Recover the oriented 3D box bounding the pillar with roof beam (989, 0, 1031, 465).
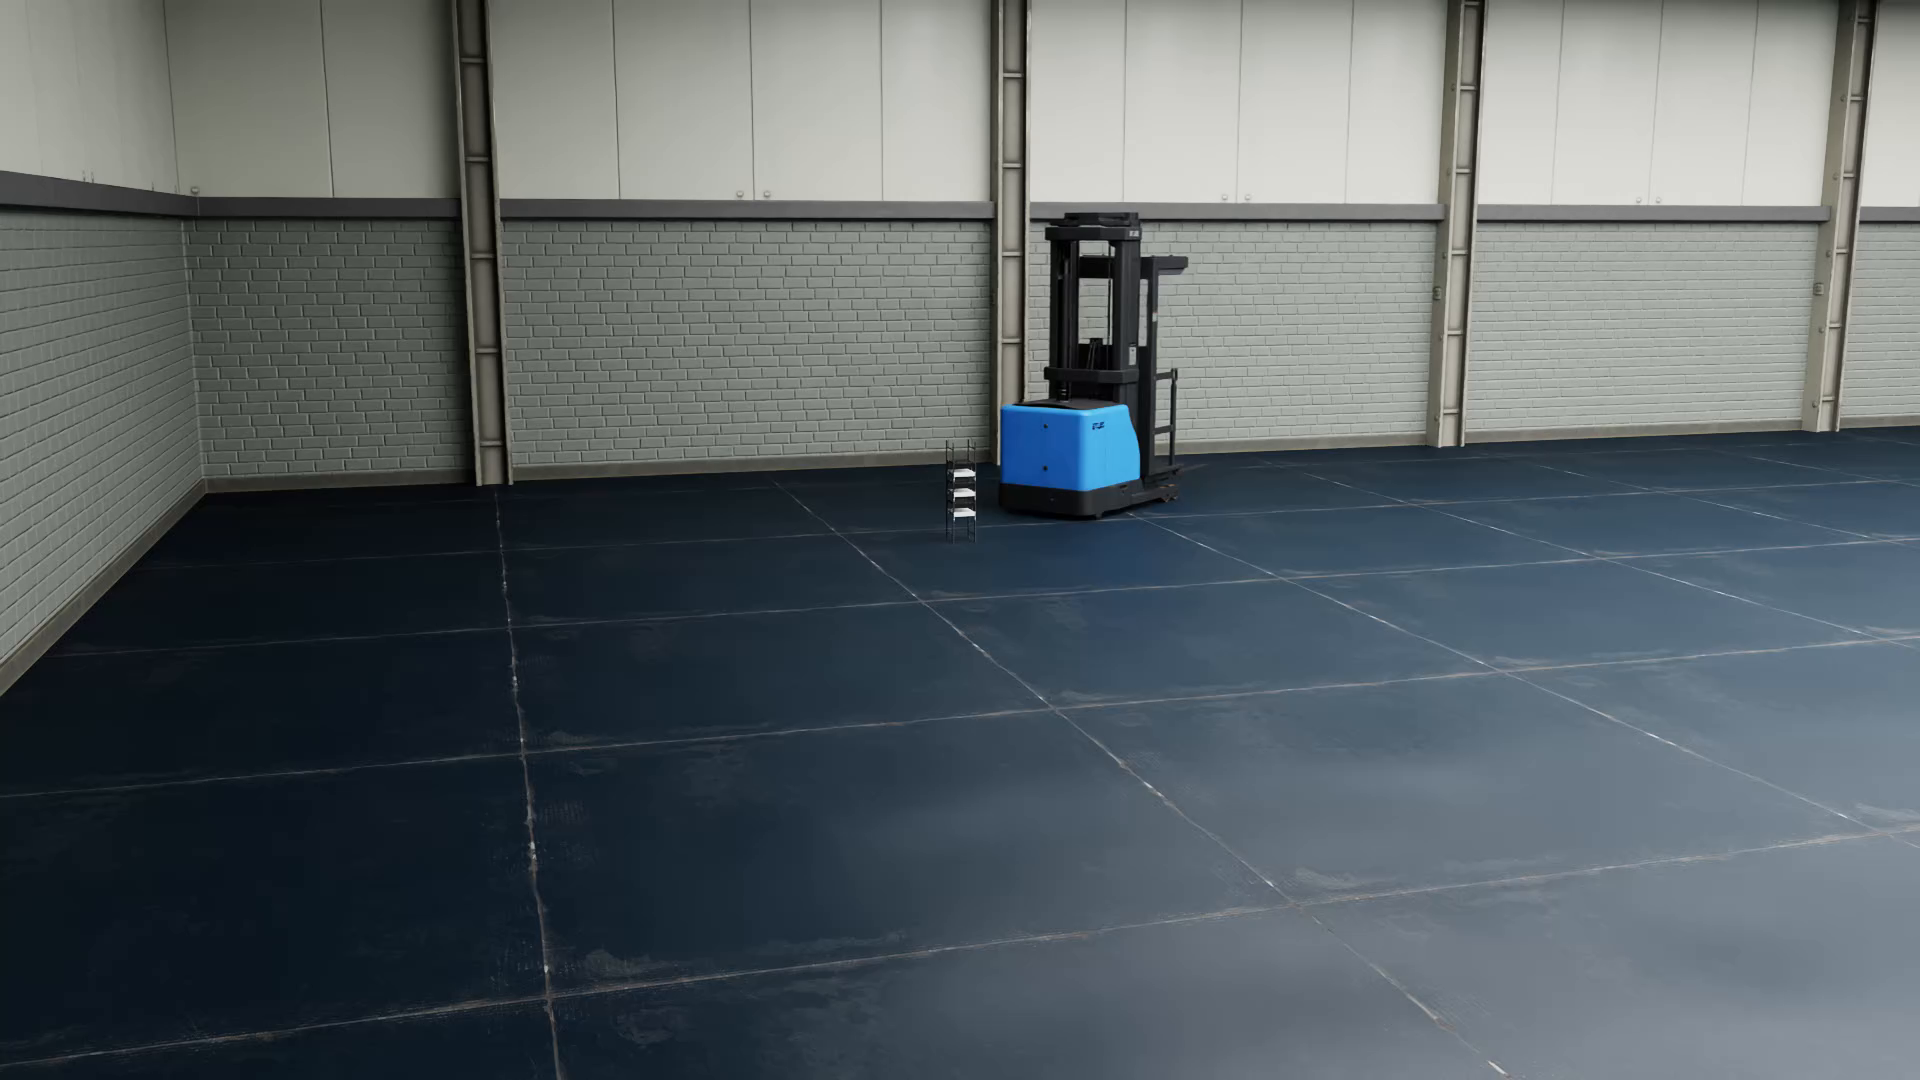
[{"bbox_3d":[1.791,-4.613,15.250,0.400,9.000,9.100,-3,11,-16],"label":"pillar with roof beam"}]

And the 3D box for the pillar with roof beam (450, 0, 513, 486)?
[{"bbox_3d":[-3.970,-4.309,13.601,0.400,9.000,9.100,-3,11,-16],"label":"pillar with roof beam"}]

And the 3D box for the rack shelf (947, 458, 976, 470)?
[{"bbox_3d":[0.008,-0.676,14.924,0.200,0.077,0.258,-3,11,-16],"label":"rack shelf"}]

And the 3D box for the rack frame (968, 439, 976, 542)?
[{"bbox_3d":[0.105,-0.448,14.995,0.006,0.900,0.240,-3,11,-16],"label":"rack frame"}]

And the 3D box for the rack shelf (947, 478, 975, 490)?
[{"bbox_3d":[0.008,-0.499,14.957,0.200,0.077,0.258,-3,11,-16],"label":"rack shelf"}]

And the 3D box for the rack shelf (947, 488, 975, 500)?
[{"bbox_3d":[0.008,-0.410,14.973,0.200,0.077,0.258,-3,11,-16],"label":"rack shelf"}]

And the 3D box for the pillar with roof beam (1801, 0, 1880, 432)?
[{"bbox_3d":[13.313,-5.220,18.548,0.400,9.000,9.100,-3,11,-16],"label":"pillar with roof beam"}]

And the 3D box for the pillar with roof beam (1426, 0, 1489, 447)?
[{"bbox_3d":[7.552,-4.917,16.899,0.400,9.000,9.100,-3,11,-16],"label":"pillar with roof beam"}]

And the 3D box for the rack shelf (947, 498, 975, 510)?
[{"bbox_3d":[0.008,-0.322,14.990,0.200,0.077,0.258,-3,11,-16],"label":"rack shelf"}]

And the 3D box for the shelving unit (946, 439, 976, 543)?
[{"bbox_3d":[0.008,-0.443,14.967,0.210,0.900,0.258,-3,11,-16],"label":"shelving unit"}]

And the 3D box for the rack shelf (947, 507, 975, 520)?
[{"bbox_3d":[0.008,-0.233,15.006,0.200,0.077,0.258,-3,11,-16],"label":"rack shelf"}]

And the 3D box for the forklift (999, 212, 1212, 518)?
[{"bbox_3d":[1.643,-1.873,17.128,1.130,2.935,3.031,7,13,34],"label":"forklift"}]

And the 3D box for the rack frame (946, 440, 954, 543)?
[{"bbox_3d":[-0.090,-0.438,14.939,0.006,0.900,0.240,-3,11,-16],"label":"rack frame"}]

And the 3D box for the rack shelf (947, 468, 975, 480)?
[{"bbox_3d":[0.008,-0.587,14.941,0.200,0.077,0.258,-3,11,-16],"label":"rack shelf"}]
